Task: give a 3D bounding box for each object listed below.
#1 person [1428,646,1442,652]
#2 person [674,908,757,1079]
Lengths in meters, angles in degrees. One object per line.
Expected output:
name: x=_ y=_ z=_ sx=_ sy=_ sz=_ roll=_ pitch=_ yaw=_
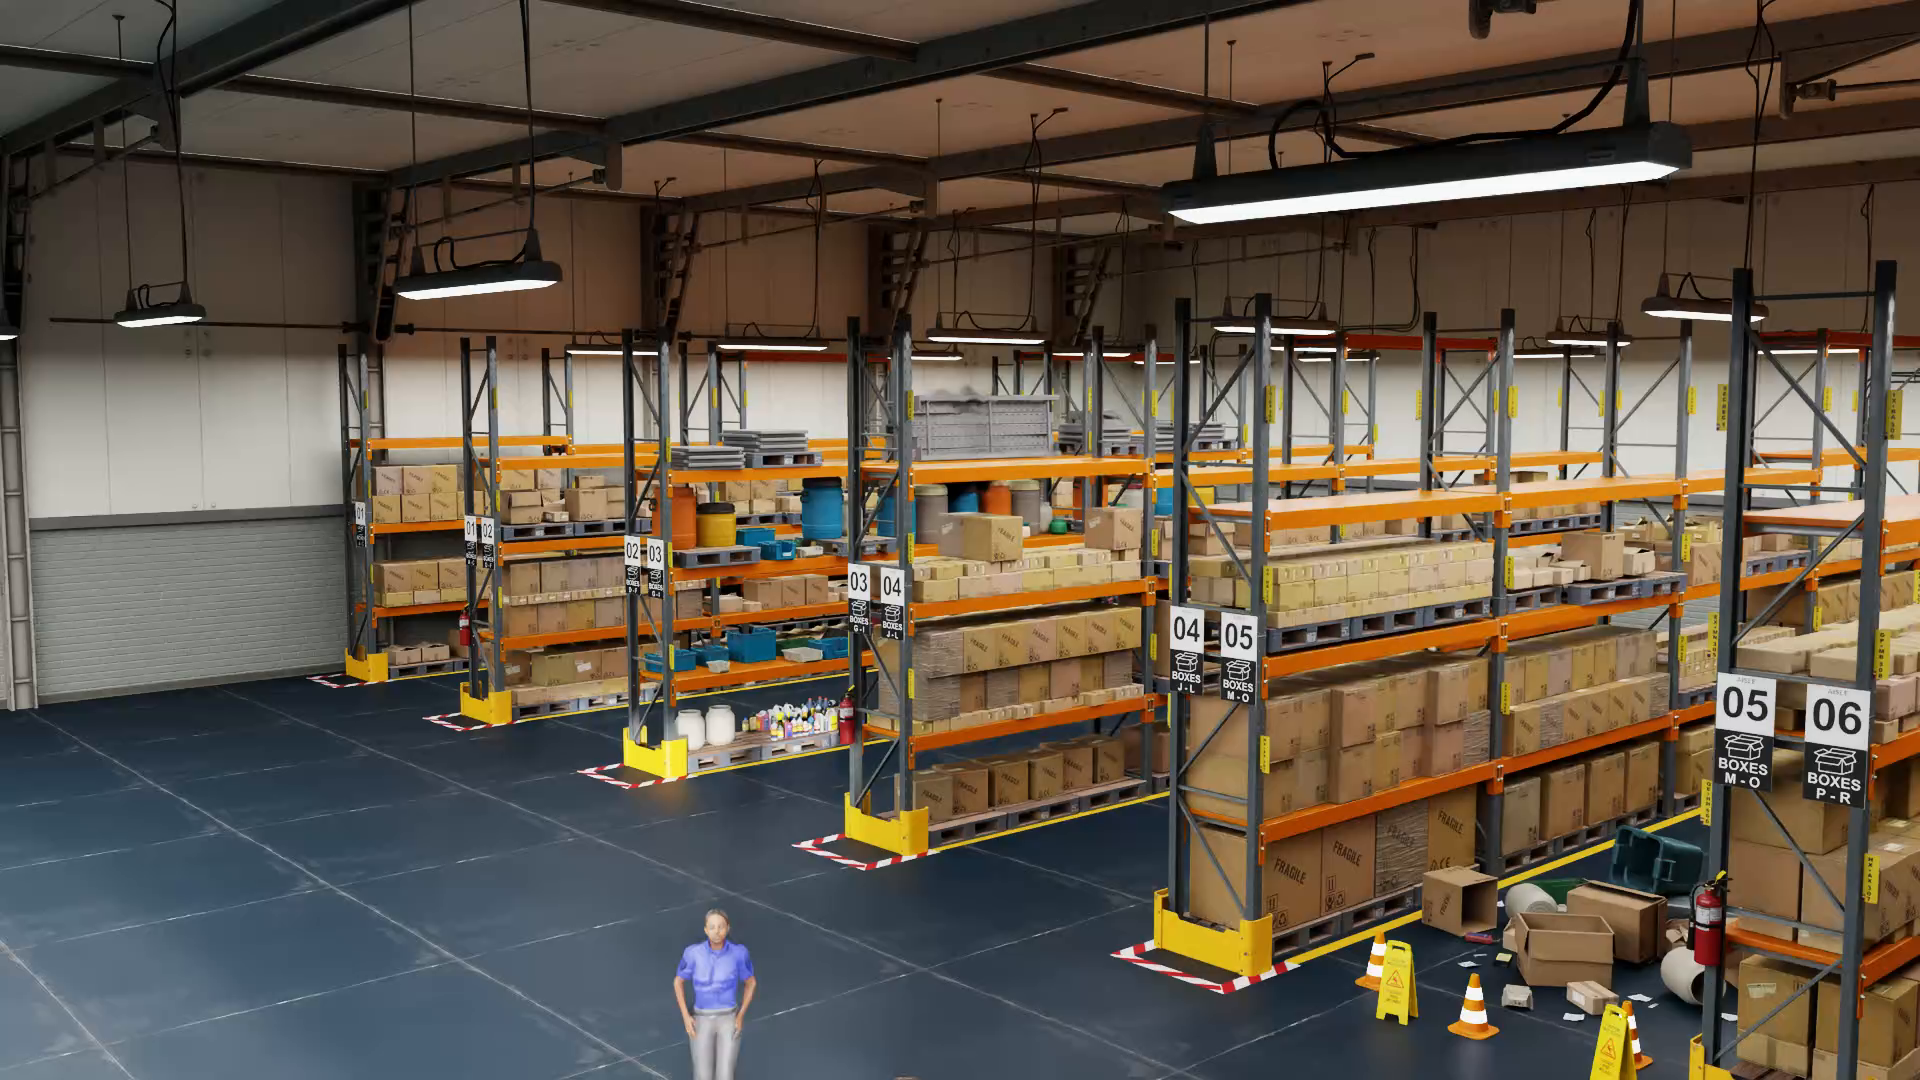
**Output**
person: x=6.519 y=2.248 z=22.960 sx=0.536 sy=1.678 sz=0.873 roll=5 pitch=7 yaw=43
person: x=-1.693 y=3.337 z=11.533 sx=0.567 sy=1.622 sz=0.529 roll=-1 pitch=5 yaw=-8
